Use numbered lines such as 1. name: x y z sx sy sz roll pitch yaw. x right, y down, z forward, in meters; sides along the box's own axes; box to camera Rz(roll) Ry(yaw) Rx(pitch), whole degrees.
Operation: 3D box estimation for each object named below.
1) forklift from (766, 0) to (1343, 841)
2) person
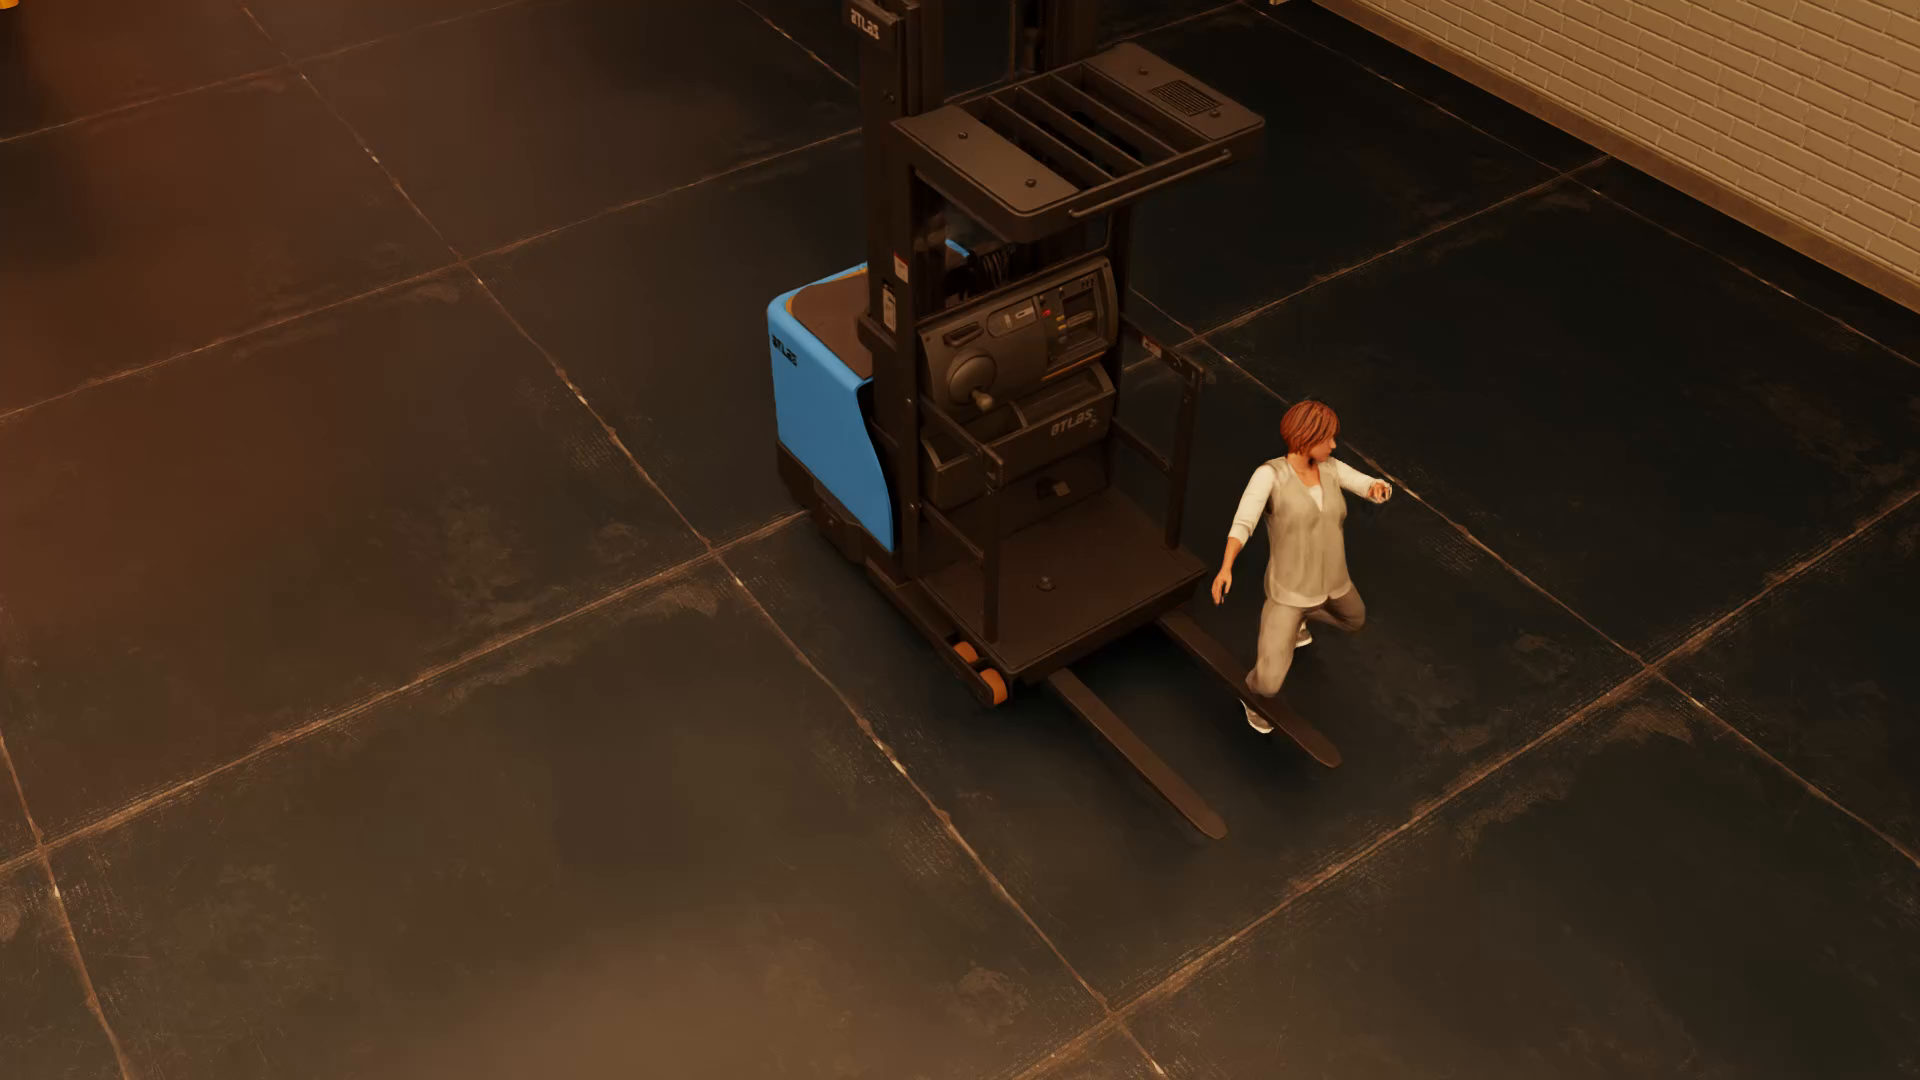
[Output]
1. forklift: 0.374 -0.741 6.520 1.130 2.935 3.031 -26 48 -25
2. person: 1.269 0.206 6.622 0.921 1.386 0.660 -25 48 -25
